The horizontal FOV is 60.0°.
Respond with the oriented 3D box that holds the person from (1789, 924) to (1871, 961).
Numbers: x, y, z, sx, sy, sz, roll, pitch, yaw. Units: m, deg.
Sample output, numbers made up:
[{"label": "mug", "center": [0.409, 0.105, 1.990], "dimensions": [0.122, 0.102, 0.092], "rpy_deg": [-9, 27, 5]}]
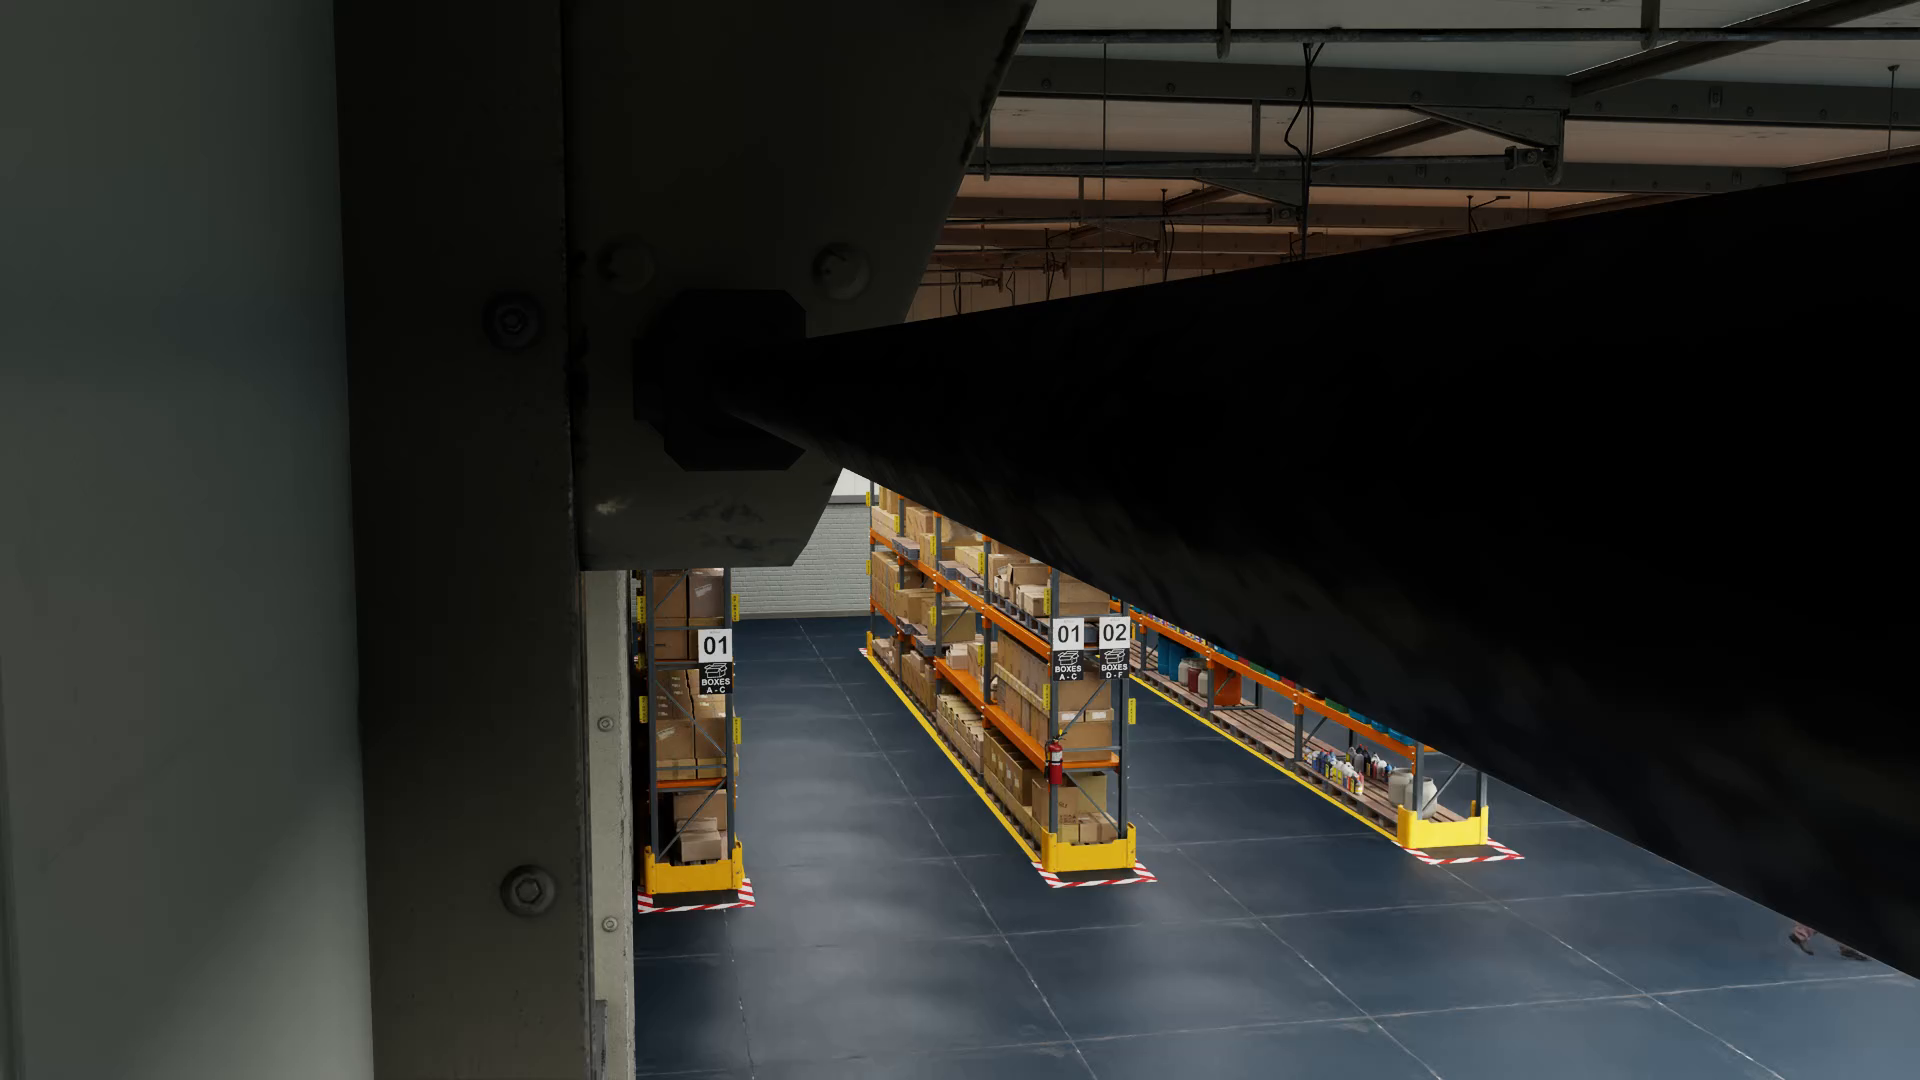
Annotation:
[{"label": "person", "center": [9.315, 3.625, 17.749], "dimensions": [0.846, 1.739, 0.680], "rpy_deg": [1, 6, 13]}]
